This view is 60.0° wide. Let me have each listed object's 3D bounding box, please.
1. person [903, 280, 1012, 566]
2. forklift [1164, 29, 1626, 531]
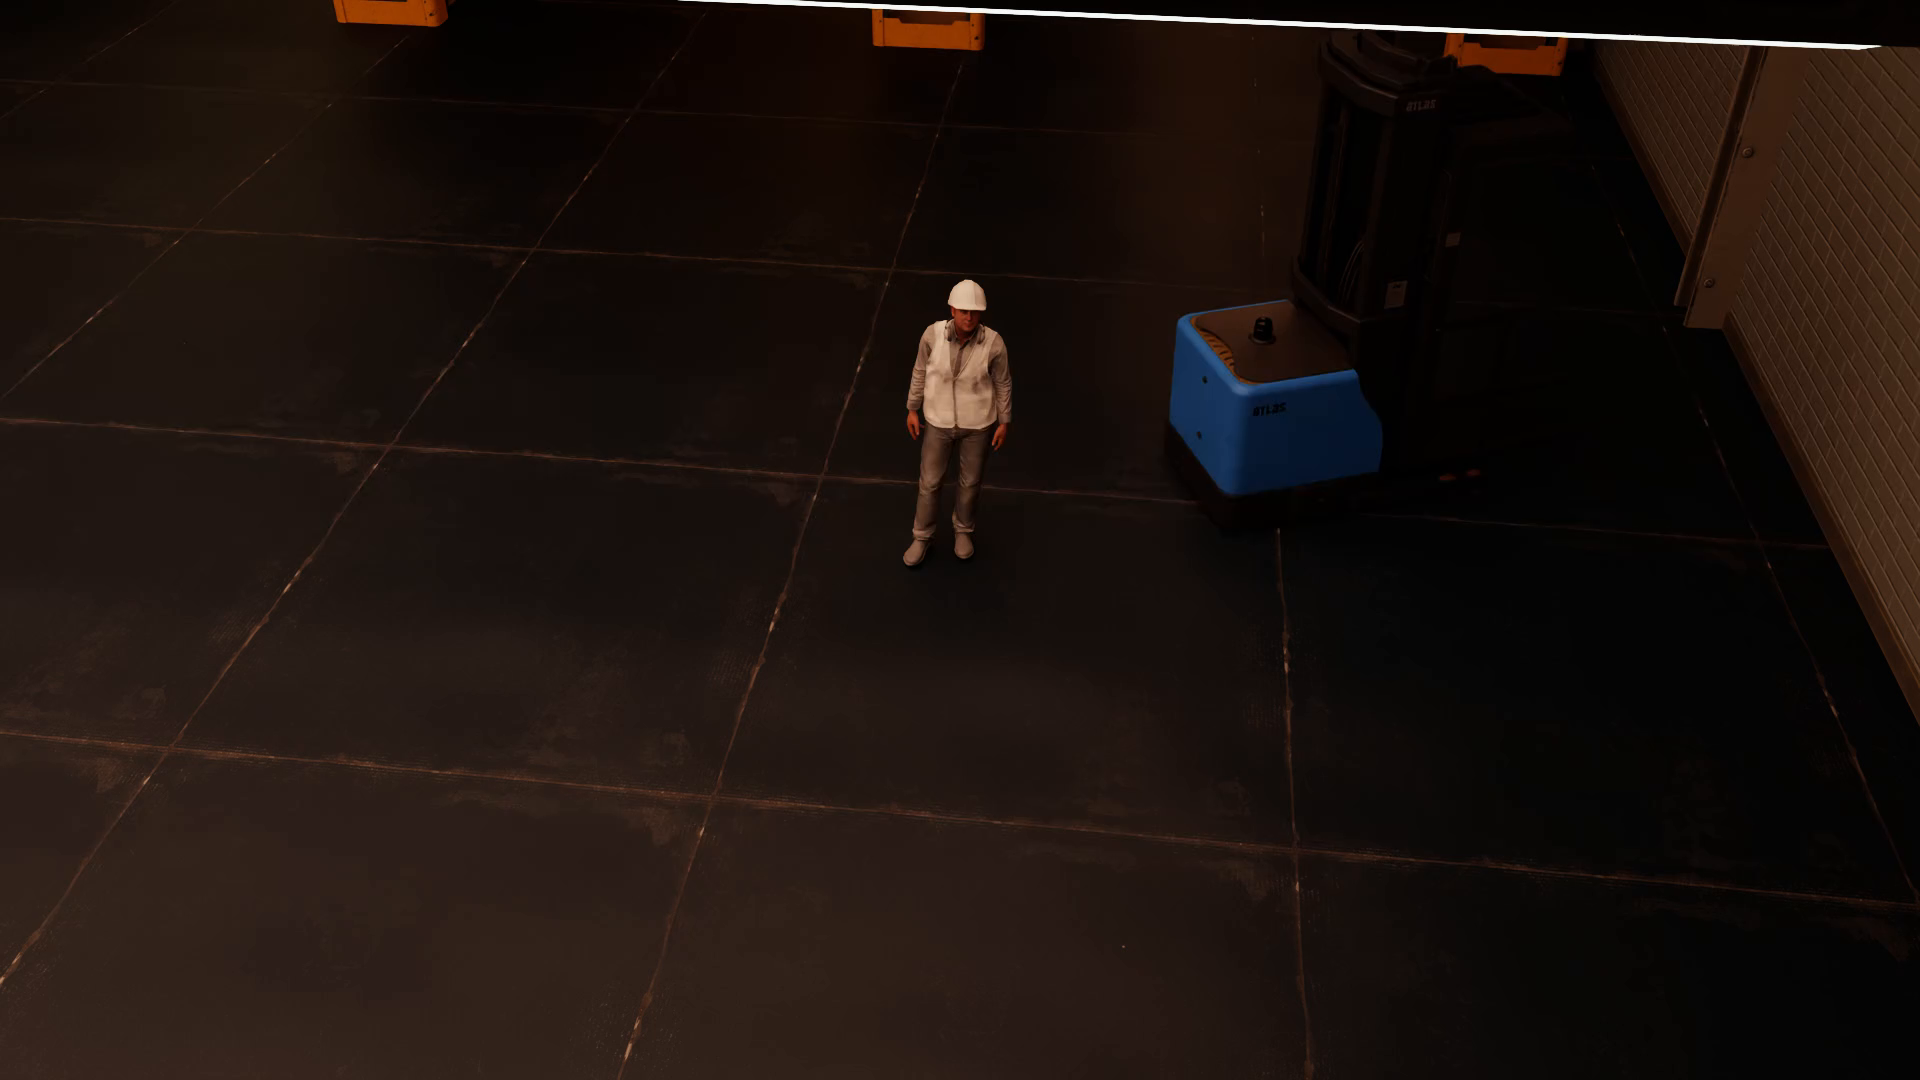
[{"bbox_3d":[-0.015,-0.683,9.920,0.634,1.775,0.566,4,37,6],"label":"person"},{"bbox_3d":[2.950,-1.735,10.383,3.031,2.935,1.130,-10,38,-13],"label":"forklift"}]
